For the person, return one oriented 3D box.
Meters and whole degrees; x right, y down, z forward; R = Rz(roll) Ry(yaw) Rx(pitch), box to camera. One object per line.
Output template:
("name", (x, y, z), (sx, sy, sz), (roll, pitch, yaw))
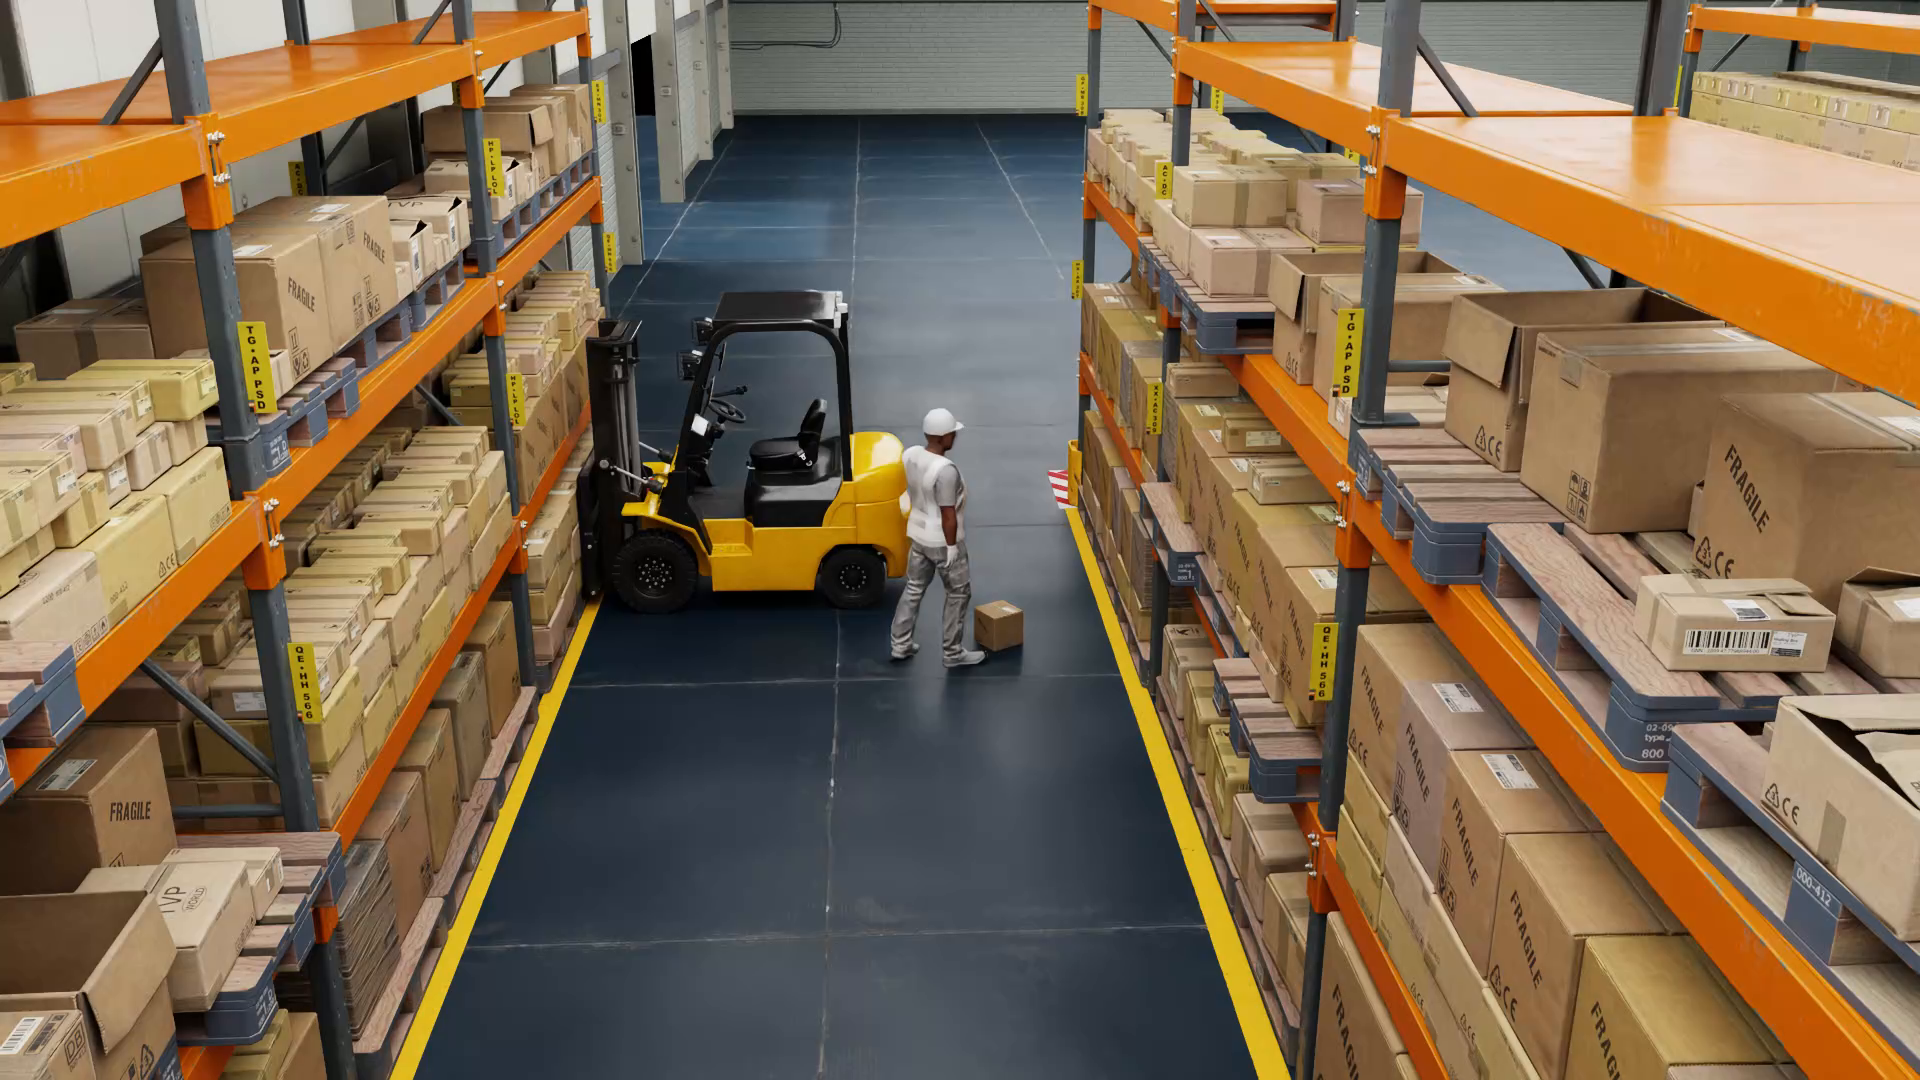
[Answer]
("person", (-0.163, -0.009, 11.112), (0.544, 1.800, 0.563), (-12, 23, -30))
